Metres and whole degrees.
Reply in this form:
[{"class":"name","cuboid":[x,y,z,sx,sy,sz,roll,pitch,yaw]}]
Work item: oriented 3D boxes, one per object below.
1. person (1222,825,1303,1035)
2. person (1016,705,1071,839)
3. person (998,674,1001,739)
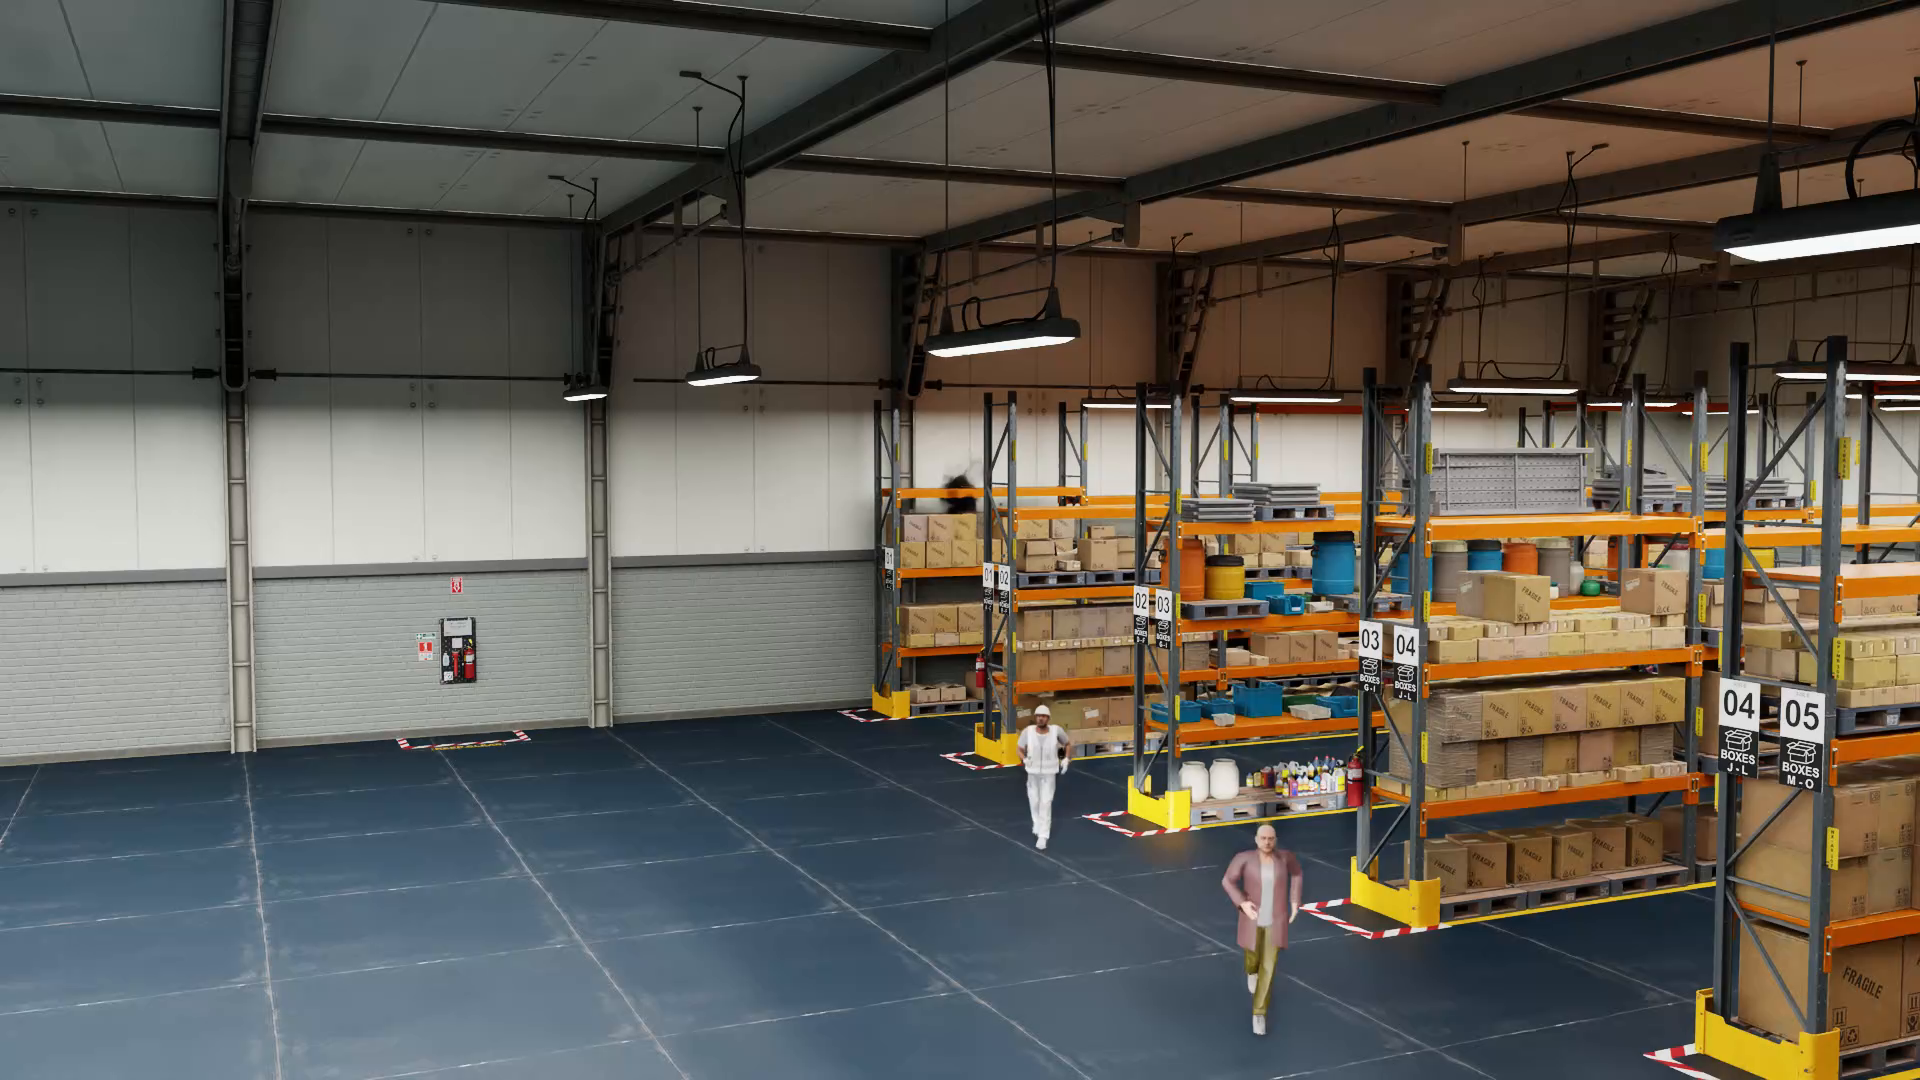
[{"class":"person","cuboid":[2.722,3.417,14.954,0.735,1.770,1.032,0,3,6]},{"class":"person","cuboid":[1.076,2.981,21.525,0.708,1.717,0.738,1,3,10]},{"class":"person","cuboid":[1.015,2.677,29.049,0.845,1.631,0.547,-1,4,-21]}]
